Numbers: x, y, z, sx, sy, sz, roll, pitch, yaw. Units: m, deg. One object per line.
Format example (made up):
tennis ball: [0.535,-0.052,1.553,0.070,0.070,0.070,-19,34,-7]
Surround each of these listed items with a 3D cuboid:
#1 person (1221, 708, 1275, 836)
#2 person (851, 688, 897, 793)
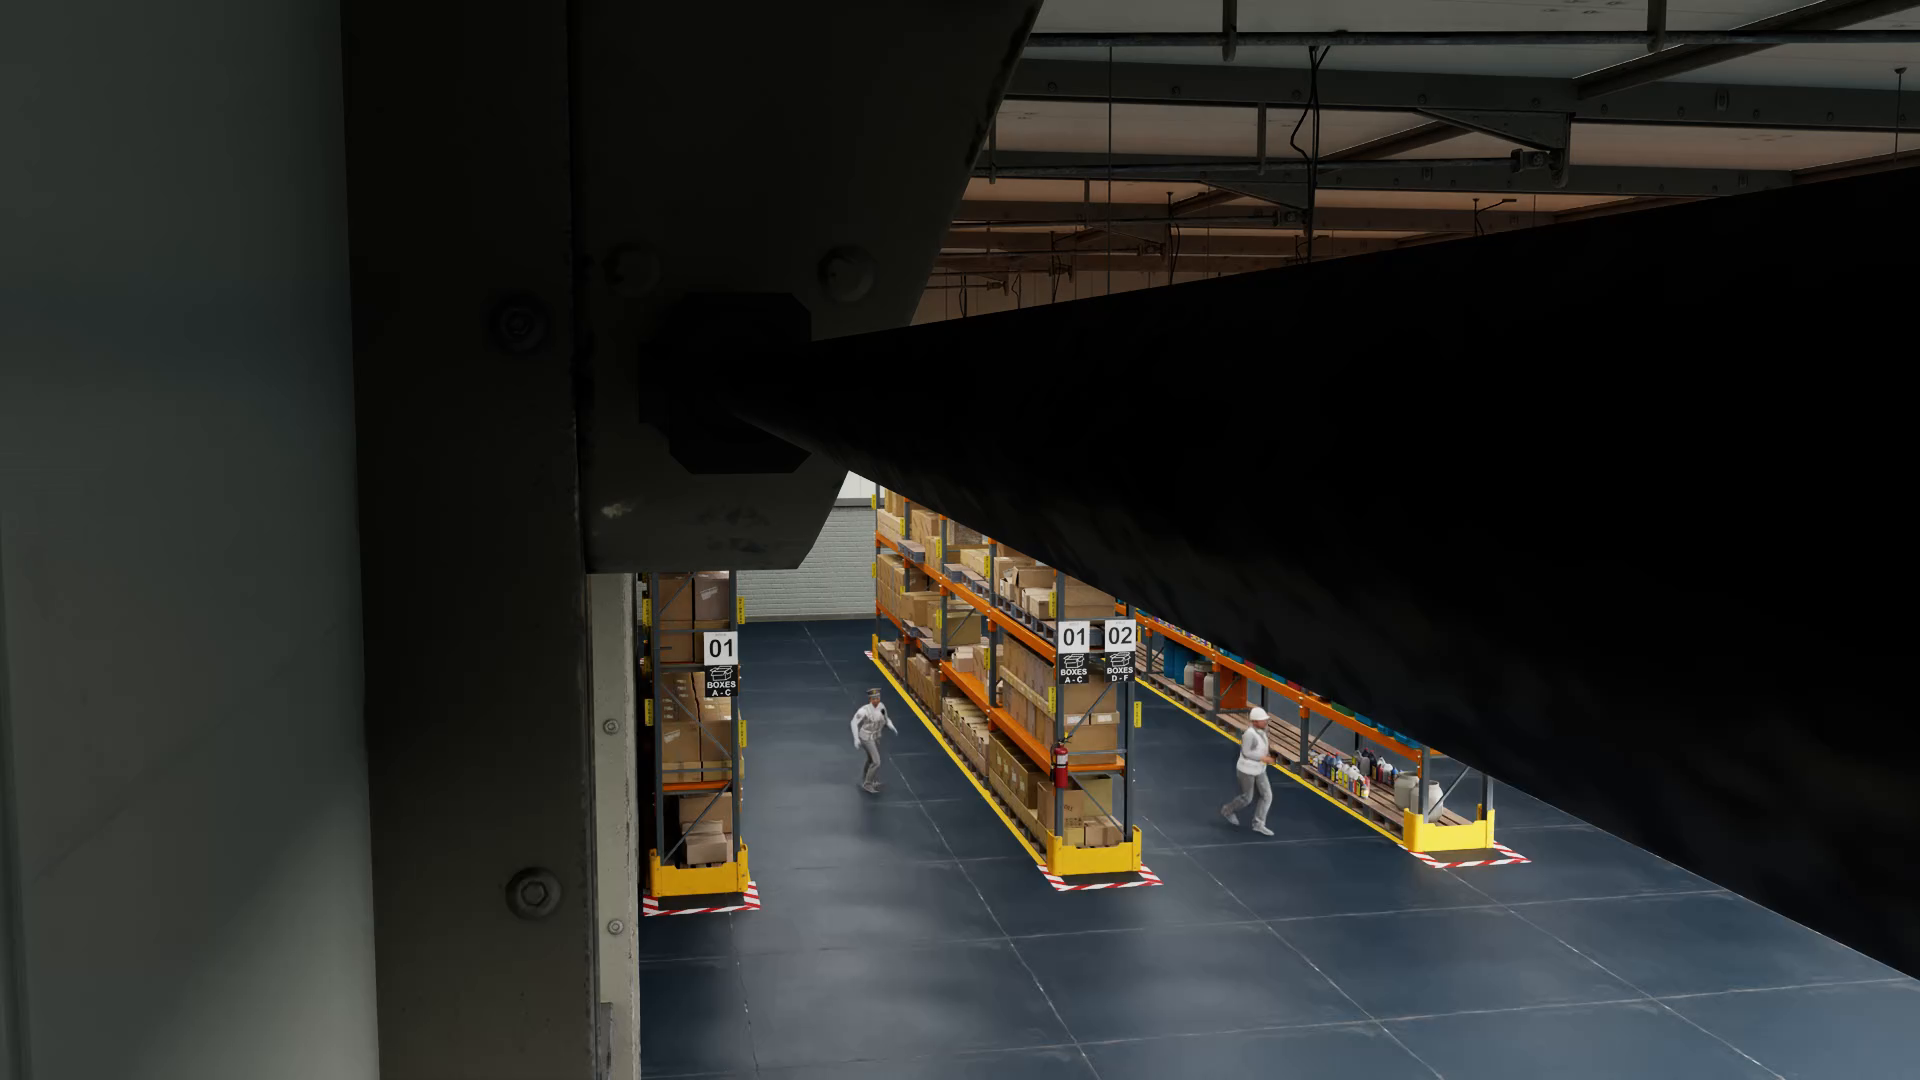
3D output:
person: [3.918,3.130,22.689,0.858,1.742,0.641,5,8,41]
person: [-1.284,3.006,24.956,0.776,1.638,0.614,4,7,33]
